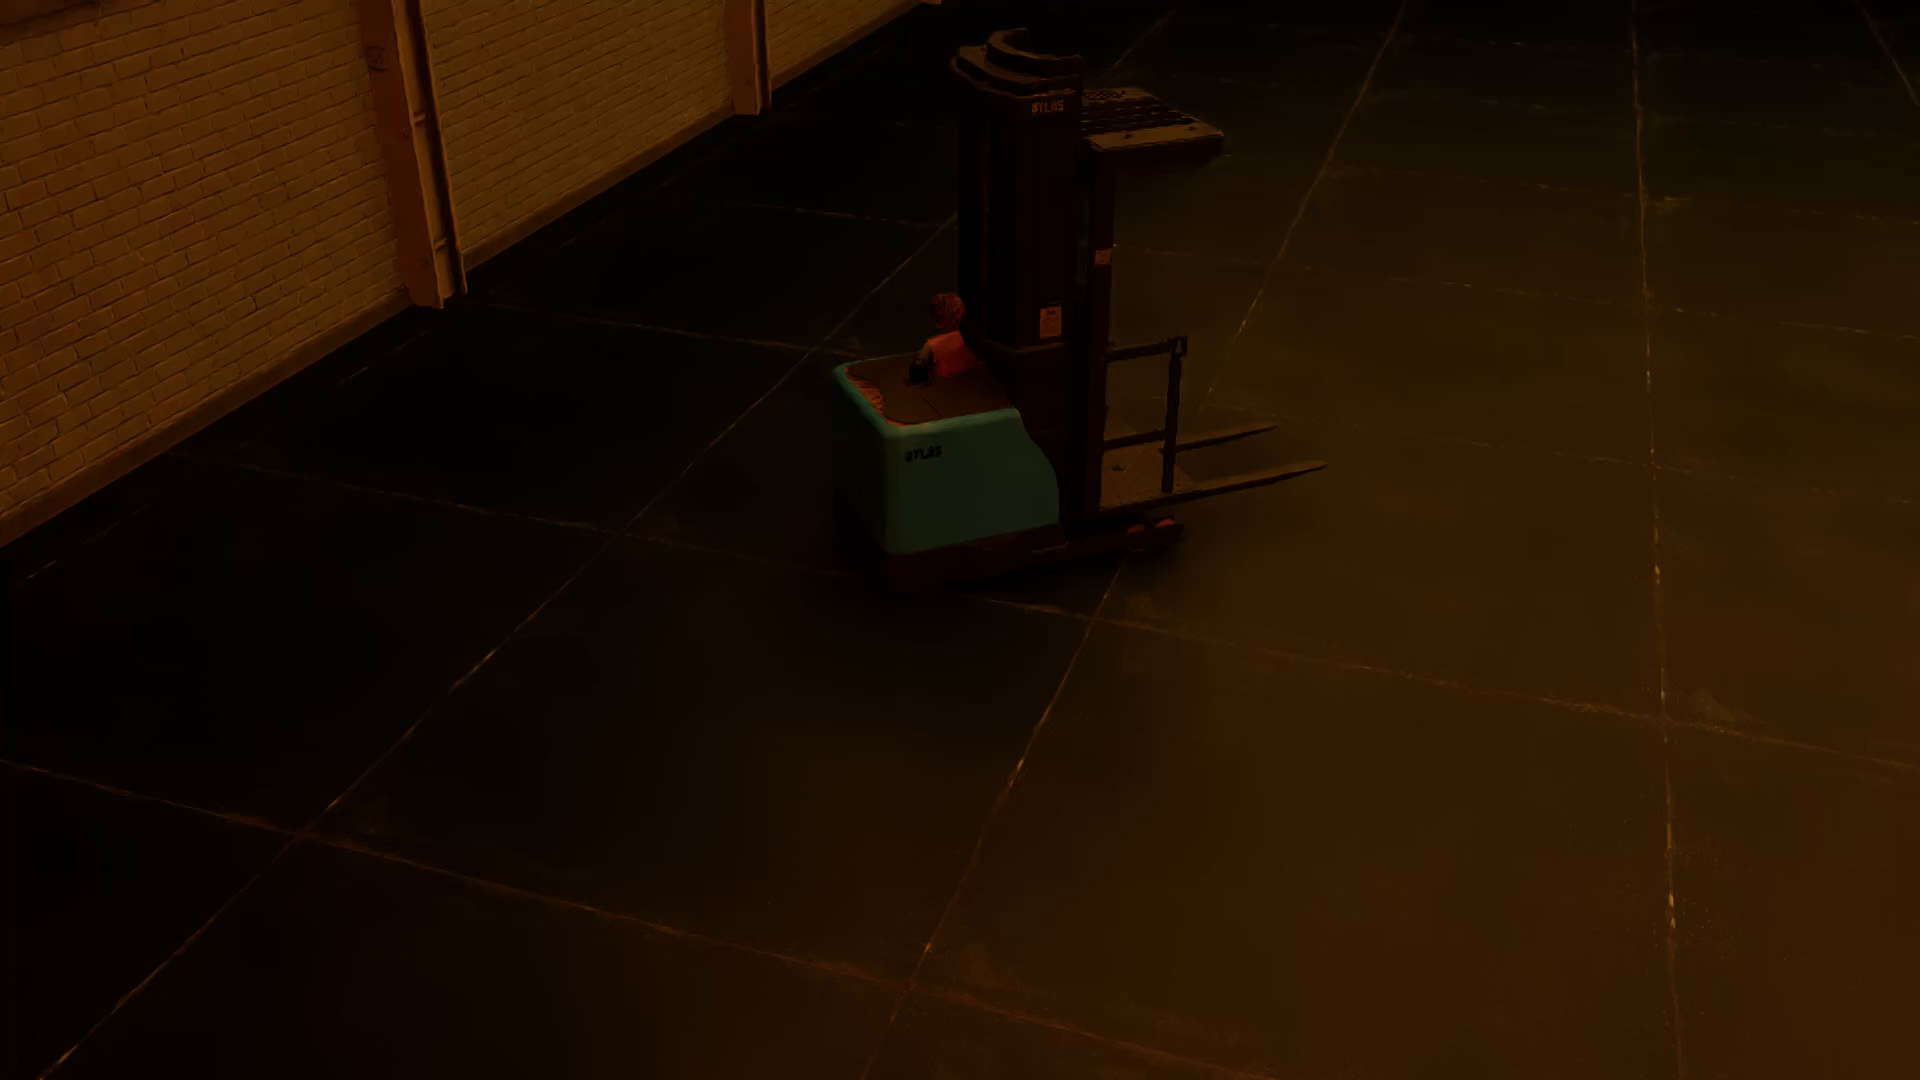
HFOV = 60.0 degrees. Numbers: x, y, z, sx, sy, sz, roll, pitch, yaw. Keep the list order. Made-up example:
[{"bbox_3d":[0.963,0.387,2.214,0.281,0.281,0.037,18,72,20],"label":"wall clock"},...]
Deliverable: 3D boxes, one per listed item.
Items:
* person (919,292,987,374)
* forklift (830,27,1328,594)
[{"bbox_3d":[-0.052,-0.723,9.786,0.537,1.550,0.528,-18,34,-28],"label":"person"},{"bbox_3d":[0.797,-1.425,9.637,3.031,2.935,1.130,-11,32,-19],"label":"forklift"}]
